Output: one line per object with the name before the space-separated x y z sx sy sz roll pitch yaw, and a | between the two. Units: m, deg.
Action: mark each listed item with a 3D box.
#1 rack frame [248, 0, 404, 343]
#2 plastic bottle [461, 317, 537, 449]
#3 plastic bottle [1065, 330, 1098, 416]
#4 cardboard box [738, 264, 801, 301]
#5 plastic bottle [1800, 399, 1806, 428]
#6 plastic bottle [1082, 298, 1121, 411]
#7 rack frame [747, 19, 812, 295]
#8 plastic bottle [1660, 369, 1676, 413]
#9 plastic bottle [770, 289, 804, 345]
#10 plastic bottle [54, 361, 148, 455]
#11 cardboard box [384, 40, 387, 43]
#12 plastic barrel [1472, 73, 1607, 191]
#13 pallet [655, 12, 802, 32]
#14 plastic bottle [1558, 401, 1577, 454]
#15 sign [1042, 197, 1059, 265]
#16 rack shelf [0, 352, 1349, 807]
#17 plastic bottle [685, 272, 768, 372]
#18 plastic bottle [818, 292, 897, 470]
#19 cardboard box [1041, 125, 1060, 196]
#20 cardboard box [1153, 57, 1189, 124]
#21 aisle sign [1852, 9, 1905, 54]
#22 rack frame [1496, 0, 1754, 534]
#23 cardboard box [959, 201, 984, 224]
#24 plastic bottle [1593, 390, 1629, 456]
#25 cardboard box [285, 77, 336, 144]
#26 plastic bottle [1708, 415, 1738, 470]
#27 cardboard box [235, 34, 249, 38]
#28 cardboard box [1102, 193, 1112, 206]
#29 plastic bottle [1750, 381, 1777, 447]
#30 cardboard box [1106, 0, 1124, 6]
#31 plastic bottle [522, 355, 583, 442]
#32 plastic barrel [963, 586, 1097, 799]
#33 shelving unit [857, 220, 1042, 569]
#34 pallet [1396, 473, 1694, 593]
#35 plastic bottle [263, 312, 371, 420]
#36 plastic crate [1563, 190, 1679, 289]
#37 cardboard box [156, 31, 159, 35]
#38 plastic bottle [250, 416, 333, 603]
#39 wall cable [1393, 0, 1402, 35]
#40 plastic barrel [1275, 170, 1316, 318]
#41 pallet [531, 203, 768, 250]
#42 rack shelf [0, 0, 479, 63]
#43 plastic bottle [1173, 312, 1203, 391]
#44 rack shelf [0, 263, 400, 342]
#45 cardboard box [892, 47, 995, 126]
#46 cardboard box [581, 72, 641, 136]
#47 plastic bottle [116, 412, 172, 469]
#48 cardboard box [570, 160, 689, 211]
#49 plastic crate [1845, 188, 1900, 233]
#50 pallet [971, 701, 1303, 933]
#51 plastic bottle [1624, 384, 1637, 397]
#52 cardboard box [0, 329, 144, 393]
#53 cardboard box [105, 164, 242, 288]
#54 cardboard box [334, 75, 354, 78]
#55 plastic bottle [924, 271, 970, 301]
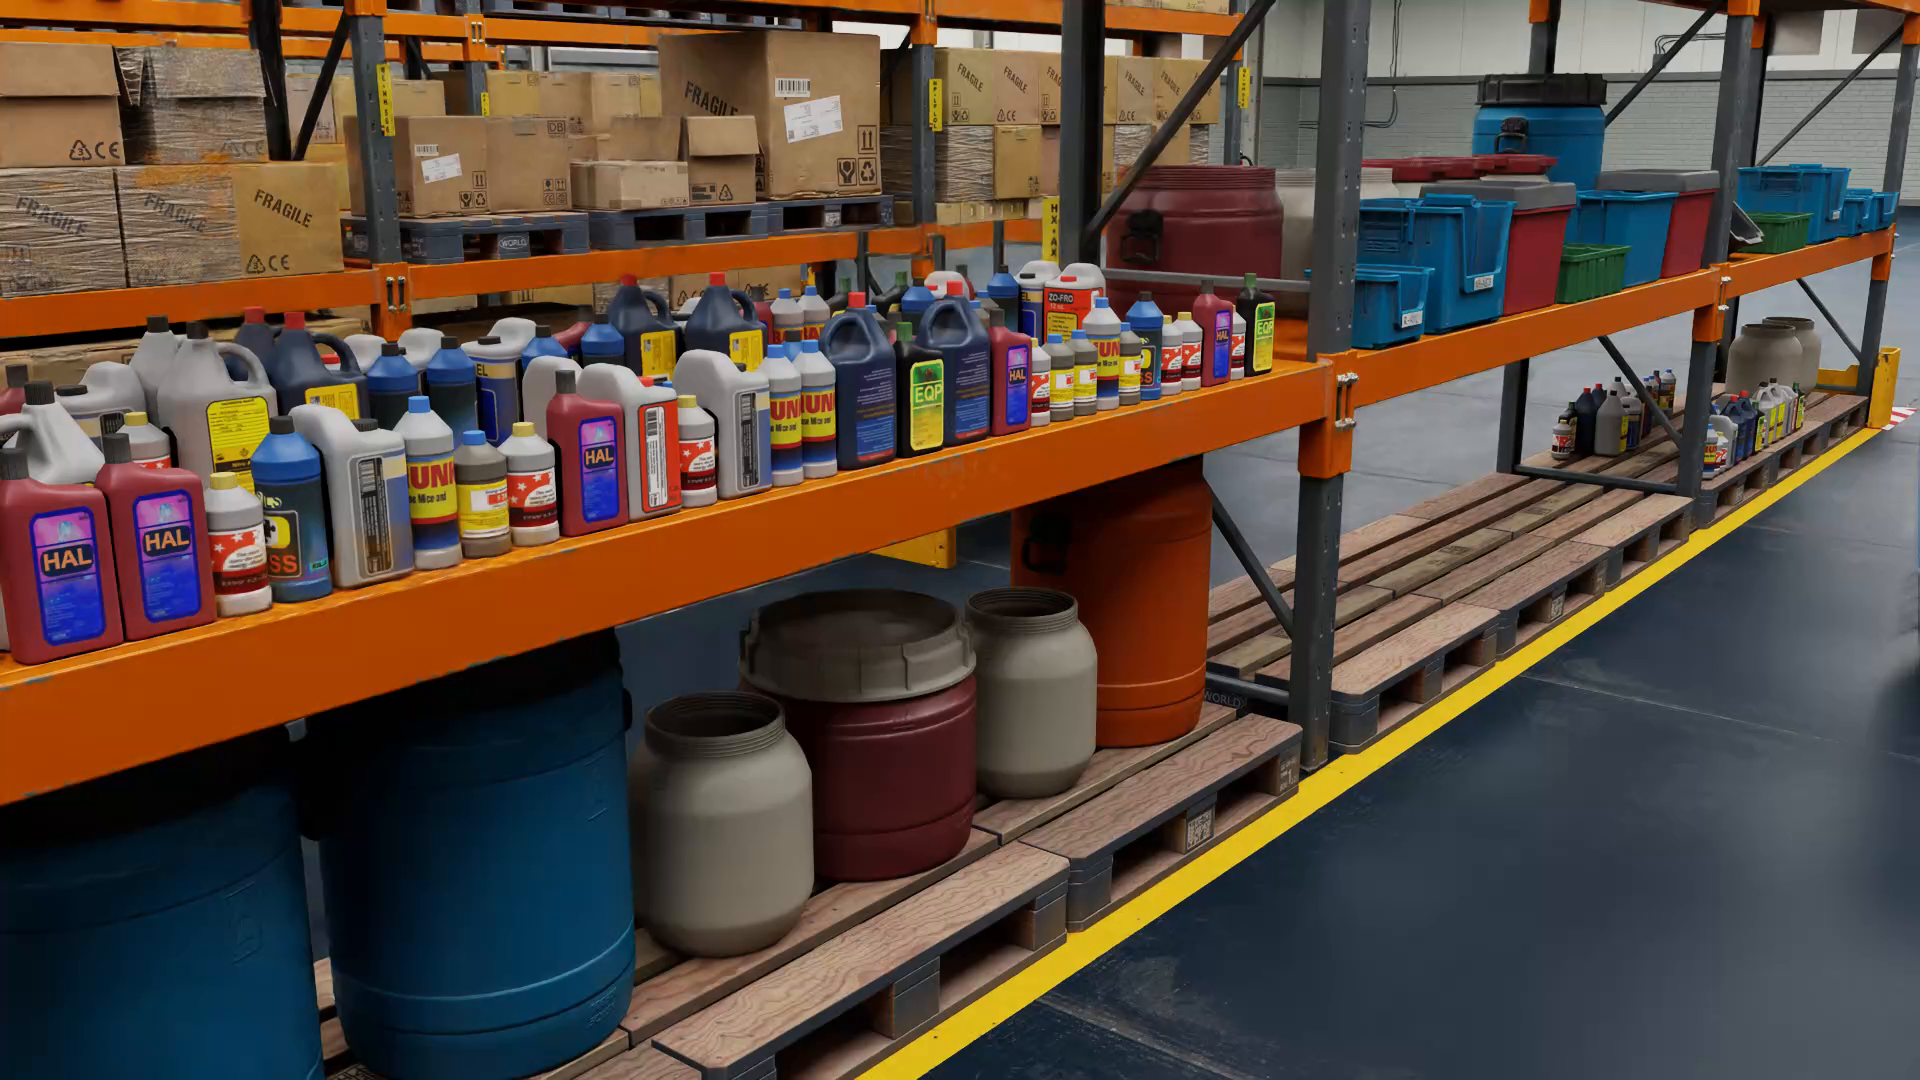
rack frame | -3.106 -1.571 8.215 1.000 3.000 0.127 11 18 38
plastic bottle | -0.994 -0.341 3.624 0.152 0.276 0.135 11 18 38
plastic bottle | 0.286 -0.408 4.041 0.097 0.201 0.097 0 14 0
cardboard box | -2.247 -2.924 17.002 0.875 0.875 0.875 11 18 38
plastic bottle | 4.961 -0.774 9.868 0.097 0.201 0.097 0 14 0
plastic bottle | 0.348 -0.461 4.106 0.097 0.271 0.097 0 14 0
rack frame | -1.872 -3.890 17.344 1.000 3.000 0.127 11 18 38
plastic bottle | 4.393 -0.929 10.334 0.097 0.271 0.097 0 14 0
plastic bottle | -0.452 -0.514 4.317 0.097 0.271 0.097 0 14 0
plastic bottle | -1.542 -0.174 2.967 0.152 0.276 0.135 11 18 38
cardboard box | -6.619 -5.616 18.557 0.380 0.149 0.250 11 18 36
plastic barrel | 2.782 -1.787 8.045 0.600 0.901 0.708 11 18 38
pallet | -2.330 -5.157 16.420 1.003 0.211 1.213 11 18 38
plastic bottle | 3.306 -0.611 9.057 0.061 0.283 0.133 12 19 40
sign | 0.314 -0.968 5.508 0.100 0.325 0.005 11 18 38
rack shelf | -0.510 -0.073 3.779 1.077 0.370 4.000 11 18 38
plastic bottle | -0.549 -0.455 3.920 0.144 0.351 0.185 11 18 38
plastic bottle | -0.227 -0.333 3.443 0.144 0.351 0.185 11 18 38
cardboard box | 0.317 -2.808 12.277 0.875 0.500 0.500 11 18 38
cardboard box | 1.459 -3.540 13.129 0.500 0.500 0.500 11 18 38
aisle sign | 6.051 -3.564 10.782 0.394 0.787 0.004 11 18 38
rack frame | 3.261 -1.571 8.214 1.000 3.000 0.127 11 18 38
cardboard box | -0.055 -2.256 11.421 0.380 0.149 0.250 11 18 38
plastic bottle | 3.553 -0.646 9.059 0.144 0.351 0.185 11 18 38
cardboard box | -5.333 -3.366 13.045 0.700 0.500 0.500 11 18 38
plastic bottle | 3.984 -0.523 8.728 0.152 0.276 0.135 12 19 40
cardboard box | -7.635 -5.331 17.432 0.380 0.149 0.250 11 18 38
cardboard box | 1.043 -2.591 12.742 0.380 0.149 0.250 11 18 38
plastic bottle | 4.477 -0.708 9.304 0.144 0.351 0.185 11 18 37
cardboard box | 0.865 -4.063 12.235 0.500 0.250 0.500 11 18 37
plastic bottle | -0.717 -0.209 3.106 0.152 0.276 0.135 11 18 38
plastic barrel | 0.167 0.416 4.593 0.421 0.512 0.421 0 14 0
shelving unit | 0.048 -0.742 7.996 0.587 1.500 1.083 11 18 38
pallet | 2.797 -0.063 7.941 1.003 0.211 1.213 11 18 38
plastic bottle | -1.216 -0.254 3.133 0.144 0.351 0.185 11 18 38
plastic crate | 2.809 -1.304 7.194 0.392 0.384 0.575 11 18 38
cardboard box | -8.339 -5.311 17.353 0.380 0.149 0.250 11 18 38
plastic bottle | -1.002 -0.050 2.487 0.097 0.271 0.097 0 14 0
wall cable | 13.052 -14.947 44.733 3.097 2.526 0.112 11 18 38
plastic barrel | 1.227 -1.089 6.090 0.421 0.512 0.421 0 14 0
pallet | -1.894 -1.864 9.756 1.003 0.211 1.213 11 18 38
rack shelf | -5.643 -3.846 12.540 1.077 0.370 4.000 11 18 38
plastic bottle | 0.592 -0.501 4.408 0.097 0.201 0.097 0 14 0
rack shelf | -4.363 -0.839 6.796 1.077 0.370 4.000 11 18 38
cardboard box | -0.111 -3.061 11.243 0.500 0.500 0.500 11 18 38
cardboard box | -3.426 -3.991 15.243 0.875 0.550 0.550 11 18 38
plastic bottle | -1.433 -0.122 2.915 0.097 0.201 0.097 0 14 0
cardboard box | -1.874 -1.987 9.305 0.500 0.250 0.500 11 18 36
plastic crate | 5.693 -2.122 10.688 0.499 0.251 0.616 11 18 38
pallet | 0.283 0.704 4.922 1.003 0.211 1.213 11 18 38
plastic bottle | 3.870 -0.761 9.664 0.152 0.276 0.135 12 18 39
cardboard box | -4.122 -0.446 7.250 1.225 0.875 0.875 11 18 38
cardboard box | -3.541 -1.392 7.308 0.500 0.500 0.500 11 18 37
cardboard box | -6.923 -4.899 18.477 0.700 0.500 0.500 11 18 37
plastic bottle | -0.068 -0.623 4.735 0.152 0.276 0.135 11 18 38
